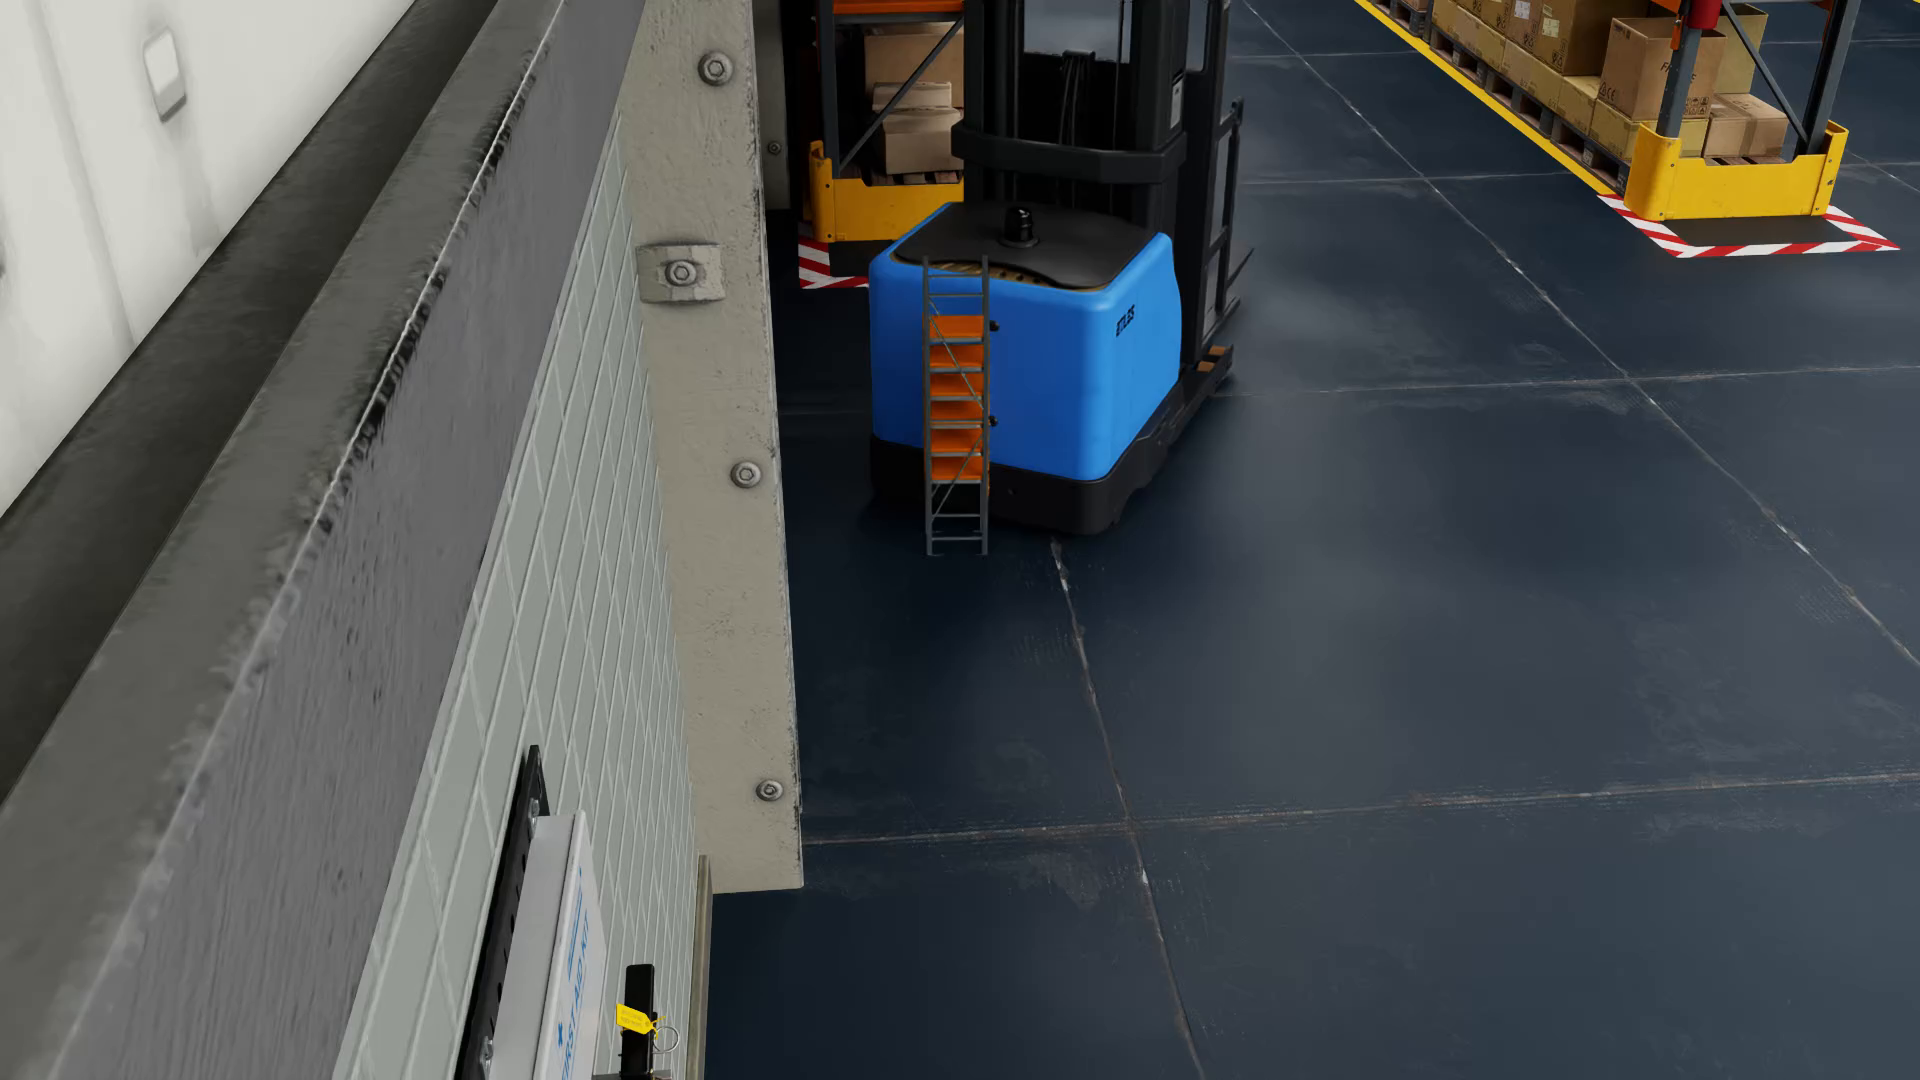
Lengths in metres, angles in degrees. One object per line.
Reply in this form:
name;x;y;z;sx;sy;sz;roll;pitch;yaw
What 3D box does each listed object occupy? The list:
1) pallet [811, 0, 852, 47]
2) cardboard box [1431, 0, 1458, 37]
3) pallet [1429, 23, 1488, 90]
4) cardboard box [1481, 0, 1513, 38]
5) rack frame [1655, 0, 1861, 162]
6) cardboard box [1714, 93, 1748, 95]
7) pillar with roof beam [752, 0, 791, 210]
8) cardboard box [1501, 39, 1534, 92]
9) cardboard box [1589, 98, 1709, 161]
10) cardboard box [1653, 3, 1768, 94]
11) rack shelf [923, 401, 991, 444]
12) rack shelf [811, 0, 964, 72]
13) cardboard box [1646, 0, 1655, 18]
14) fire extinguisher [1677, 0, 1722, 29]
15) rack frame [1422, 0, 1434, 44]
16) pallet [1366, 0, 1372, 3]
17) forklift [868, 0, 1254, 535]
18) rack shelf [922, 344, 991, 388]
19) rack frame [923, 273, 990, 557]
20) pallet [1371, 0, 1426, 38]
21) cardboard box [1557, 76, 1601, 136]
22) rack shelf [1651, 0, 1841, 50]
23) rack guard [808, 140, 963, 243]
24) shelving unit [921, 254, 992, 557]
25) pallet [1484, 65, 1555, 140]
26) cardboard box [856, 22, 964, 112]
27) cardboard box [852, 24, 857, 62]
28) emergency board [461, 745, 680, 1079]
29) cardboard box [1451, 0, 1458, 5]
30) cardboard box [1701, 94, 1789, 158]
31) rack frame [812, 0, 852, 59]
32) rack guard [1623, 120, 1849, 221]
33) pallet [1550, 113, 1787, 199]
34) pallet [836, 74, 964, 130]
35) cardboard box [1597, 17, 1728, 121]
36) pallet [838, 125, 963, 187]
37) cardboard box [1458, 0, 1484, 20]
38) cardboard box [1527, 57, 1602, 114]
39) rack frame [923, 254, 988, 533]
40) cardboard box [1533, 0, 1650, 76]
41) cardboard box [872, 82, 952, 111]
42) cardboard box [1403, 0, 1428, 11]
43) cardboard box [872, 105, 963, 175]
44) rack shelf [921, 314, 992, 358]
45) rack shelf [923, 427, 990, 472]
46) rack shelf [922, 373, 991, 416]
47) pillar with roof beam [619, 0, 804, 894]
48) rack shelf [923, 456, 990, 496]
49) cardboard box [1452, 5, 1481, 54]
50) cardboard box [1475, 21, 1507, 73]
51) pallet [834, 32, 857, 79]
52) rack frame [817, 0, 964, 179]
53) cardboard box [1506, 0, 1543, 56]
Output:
pallet;-0.725;-4.327;13.788;1.003;0.211;1.213;-3;31;-5
cardboard box;4.022;-4.114;12.984;0.500;0.250;0.500;-3;31;-5
pallet;4.313;-3.760;12.840;1.003;0.211;1.213;-3;31;-5
cardboard box;4.106;-3.925;11.936;0.500;0.500;0.500;-3;31;-5
rack frame;4.655;-3.323;9.389;1.000;3.000;0.127;-3;31;-5
cardboard box;4.776;-2.863;10.889;0.500;0.250;0.500;-3;31;-5
pillar with roof beam;3.082;-6.182;8.324;9.100;9.000;0.400;-3;31;-5
cardboard box;4.158;-3.348;11.702;0.500;0.250;0.500;-3;31;-5
cardboard box;4.310;-2.583;10.421;0.500;0.250;0.500;-3;31;-5
cardboard box;4.777;-3.185;10.697;0.500;0.500;0.500;-3;31;-5
rack shelf;-0.014;-0.459;6.435;0.258;0.103;0.180;-1;31;-1
rack shelf;-0.464;-3.796;10.882;1.077;0.370;4.000;-3;31;-5
cardboard box;4.718;-3.439;11.123;0.500;0.500;0.500;-3;31;-5
fire extinguisher;4.203;-3.207;9.270;0.296;0.674;0.183;-3;31;-5
rack frame;4.281;-5.365;12.808;1.000;3.000;0.127;-3;31;-5
pallet;4.056;-5.167;15.194;1.003;0.211;1.213;-3;31;-5
forklift;0.674;-2.019;7.271;1.130;2.935;3.031;12;33;20
rack shelf;-0.015;-0.665;6.312;0.258;0.103;0.180;-1;31;-1
rack frame;-0.012;-0.451;6.334;0.240;1.200;0.006;-1;31;-1
pallet;4.173;-4.543;14.149;1.003;0.211;1.213;-3;31;-5
cardboard box;4.252;-2.837;10.847;0.500;0.250;0.500;-3;31;-5
rack shelf;4.468;-4.036;11.283;1.077;0.370;4.000;-3;31;-5
rack guard;-0.284;-2.050;9.694;1.175;0.500;0.348;-3;31;-5
shelving unit;-0.014;-0.498;6.412;0.258;1.200;0.189;-1;31;-1
pallet;4.431;-3.136;11.794;1.003;0.211;1.213;-3;31;-5
cardboard box;-0.324;-3.225;11.233;0.700;0.500;0.500;-5;31;-8
cardboard box;-0.514;-3.714;12.051;0.500;0.500;0.500;-5;31;-8
emergency board;-0.450;0.927;2.273;0.194;1.169;0.643;-3;31;-5
cardboard box;4.012;-4.435;12.791;0.500;0.500;0.500;-3;31;-5
cardboard box;4.826;-2.608;10.462;0.500;0.250;0.500;-3;31;-5
rack frame;-0.651;-5.126;12.407;1.000;3.000;0.127;-3;31;-5
rack guard;4.657;-2.238;10.009;1.175;0.500;0.348;-3;31;-5
pallet;4.541;-2.515;10.754;1.003;0.211;1.213;-3;31;-5
pallet;-0.436;-2.964;11.506;1.003;0.211;1.213;-3;31;-5
cardboard box;4.308;-2.905;10.228;0.500;0.500;0.500;-3;31;-5
pallet;-0.325;-2.342;10.465;1.003;0.211;1.213;-3;31;-5
cardboard box;4.067;-4.181;12.364;0.500;0.500;0.500;-3;31;-5
cardboard box;4.203;-3.093;11.274;0.500;0.250;0.500;-3;31;-5
rack frame;-0.017;-0.545;6.491;0.240;1.200;0.006;-1;31;-1
cardboard box;4.200;-3.414;11.082;0.500;0.500;0.500;-3;31;-5
cardboard box;-0.305;-2.767;10.651;0.500;0.311;0.500;0;31;0
cardboard box;3.953;-4.563;13.736;0.500;0.250;0.500;-3;31;-5
cardboard box;-0.252;-2.476;10.163;0.500;0.311;0.500;-6;31;-10
rack shelf;-0.015;-0.768;6.251;0.258;0.103;0.180;-1;31;-1
rack shelf;-0.014;-0.356;6.497;0.258;0.103;0.180;-1;31;-1
rack shelf;-0.015;-0.562;6.374;0.258;0.103;0.180;-1;31;-1
pillar with roof beam;3.643;-3.118;3.195;9.100;9.000;0.400;-3;31;-5
rack shelf;-0.014;-0.253;6.558;0.258;0.103;0.180;-1;31;-1
cardboard box;4.064;-3.859;12.557;0.500;0.250;0.500;-3;31;-5
cardboard box;4.106;-3.603;12.129;0.500;0.250;0.500;-3;31;-5
pallet;-0.553;-3.588;12.551;1.003;0.211;1.213;-3;31;-5
rack frame;-0.277;-3.084;8.988;1.000;3.000;0.127;-3;31;-5
cardboard box;4.155;-3.670;11.509;0.500;0.500;0.500;-3;31;-5
